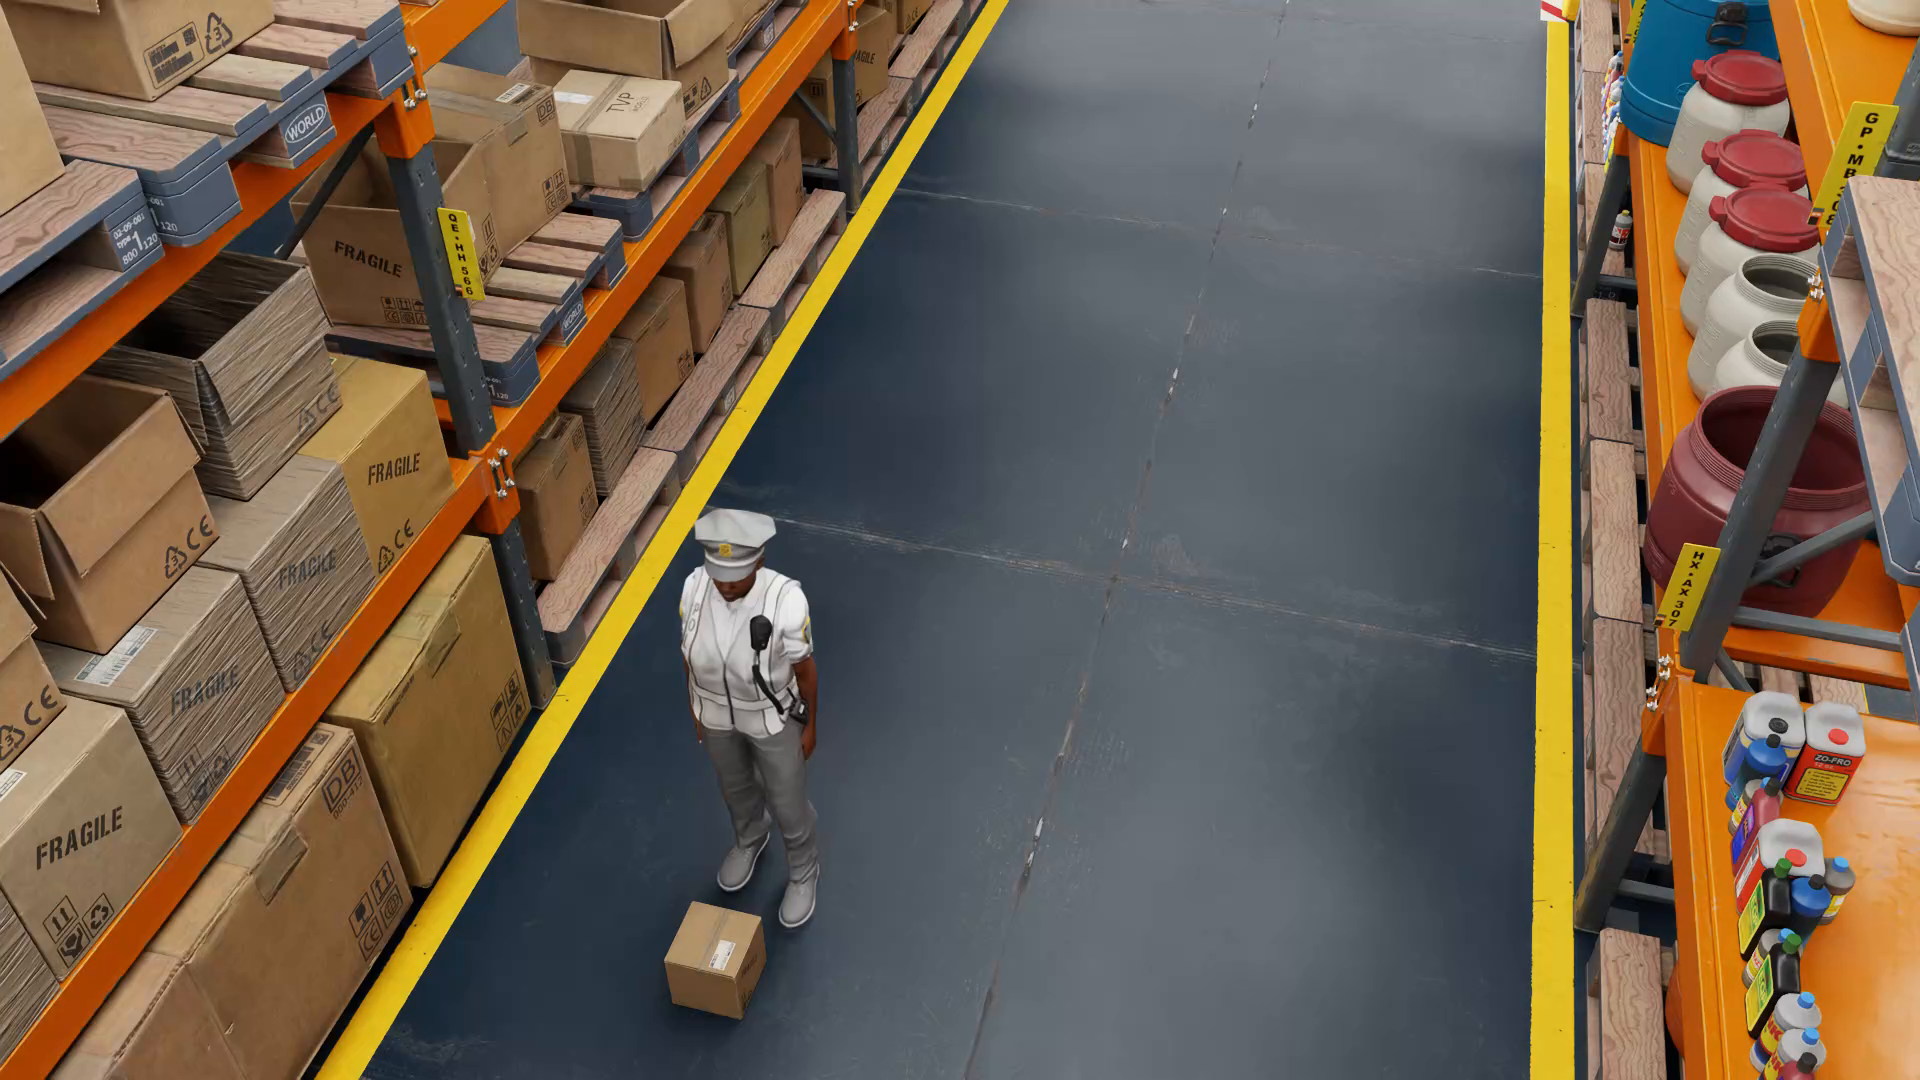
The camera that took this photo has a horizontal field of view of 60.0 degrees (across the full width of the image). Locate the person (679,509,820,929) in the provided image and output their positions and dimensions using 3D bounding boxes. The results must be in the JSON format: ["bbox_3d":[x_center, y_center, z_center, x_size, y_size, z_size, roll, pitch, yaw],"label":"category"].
[{"bbox_3d":[-0.695,0.592,5.473,0.451,1.681,0.390,10,42,12],"label":"person"}]
